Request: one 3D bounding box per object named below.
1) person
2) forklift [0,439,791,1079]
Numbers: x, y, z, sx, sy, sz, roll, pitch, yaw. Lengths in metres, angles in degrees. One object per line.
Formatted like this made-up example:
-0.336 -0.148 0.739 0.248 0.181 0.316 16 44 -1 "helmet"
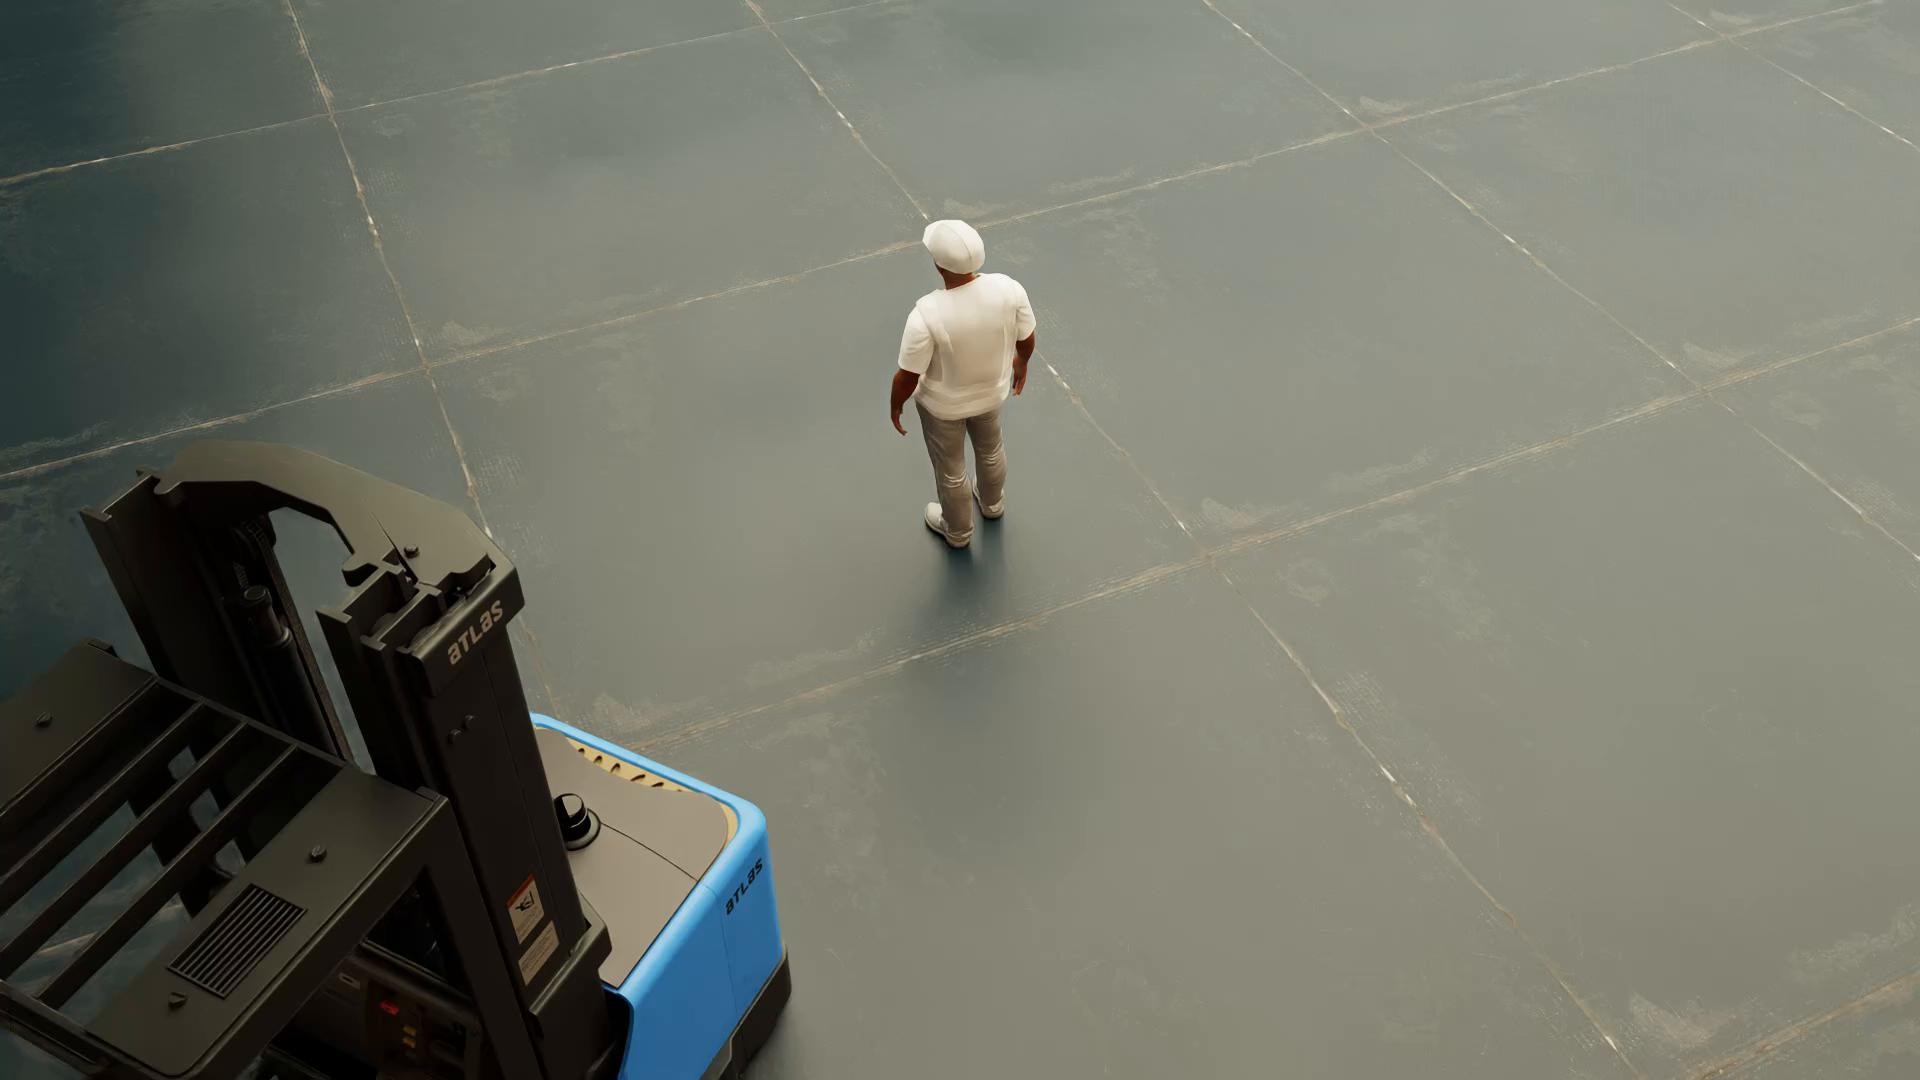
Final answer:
-0.024 -0.695 7.269 0.666 1.765 0.577 -18 46 -18 "person"
-1.723 1.326 4.259 1.130 2.935 3.031 19 46 19 "forklift"
